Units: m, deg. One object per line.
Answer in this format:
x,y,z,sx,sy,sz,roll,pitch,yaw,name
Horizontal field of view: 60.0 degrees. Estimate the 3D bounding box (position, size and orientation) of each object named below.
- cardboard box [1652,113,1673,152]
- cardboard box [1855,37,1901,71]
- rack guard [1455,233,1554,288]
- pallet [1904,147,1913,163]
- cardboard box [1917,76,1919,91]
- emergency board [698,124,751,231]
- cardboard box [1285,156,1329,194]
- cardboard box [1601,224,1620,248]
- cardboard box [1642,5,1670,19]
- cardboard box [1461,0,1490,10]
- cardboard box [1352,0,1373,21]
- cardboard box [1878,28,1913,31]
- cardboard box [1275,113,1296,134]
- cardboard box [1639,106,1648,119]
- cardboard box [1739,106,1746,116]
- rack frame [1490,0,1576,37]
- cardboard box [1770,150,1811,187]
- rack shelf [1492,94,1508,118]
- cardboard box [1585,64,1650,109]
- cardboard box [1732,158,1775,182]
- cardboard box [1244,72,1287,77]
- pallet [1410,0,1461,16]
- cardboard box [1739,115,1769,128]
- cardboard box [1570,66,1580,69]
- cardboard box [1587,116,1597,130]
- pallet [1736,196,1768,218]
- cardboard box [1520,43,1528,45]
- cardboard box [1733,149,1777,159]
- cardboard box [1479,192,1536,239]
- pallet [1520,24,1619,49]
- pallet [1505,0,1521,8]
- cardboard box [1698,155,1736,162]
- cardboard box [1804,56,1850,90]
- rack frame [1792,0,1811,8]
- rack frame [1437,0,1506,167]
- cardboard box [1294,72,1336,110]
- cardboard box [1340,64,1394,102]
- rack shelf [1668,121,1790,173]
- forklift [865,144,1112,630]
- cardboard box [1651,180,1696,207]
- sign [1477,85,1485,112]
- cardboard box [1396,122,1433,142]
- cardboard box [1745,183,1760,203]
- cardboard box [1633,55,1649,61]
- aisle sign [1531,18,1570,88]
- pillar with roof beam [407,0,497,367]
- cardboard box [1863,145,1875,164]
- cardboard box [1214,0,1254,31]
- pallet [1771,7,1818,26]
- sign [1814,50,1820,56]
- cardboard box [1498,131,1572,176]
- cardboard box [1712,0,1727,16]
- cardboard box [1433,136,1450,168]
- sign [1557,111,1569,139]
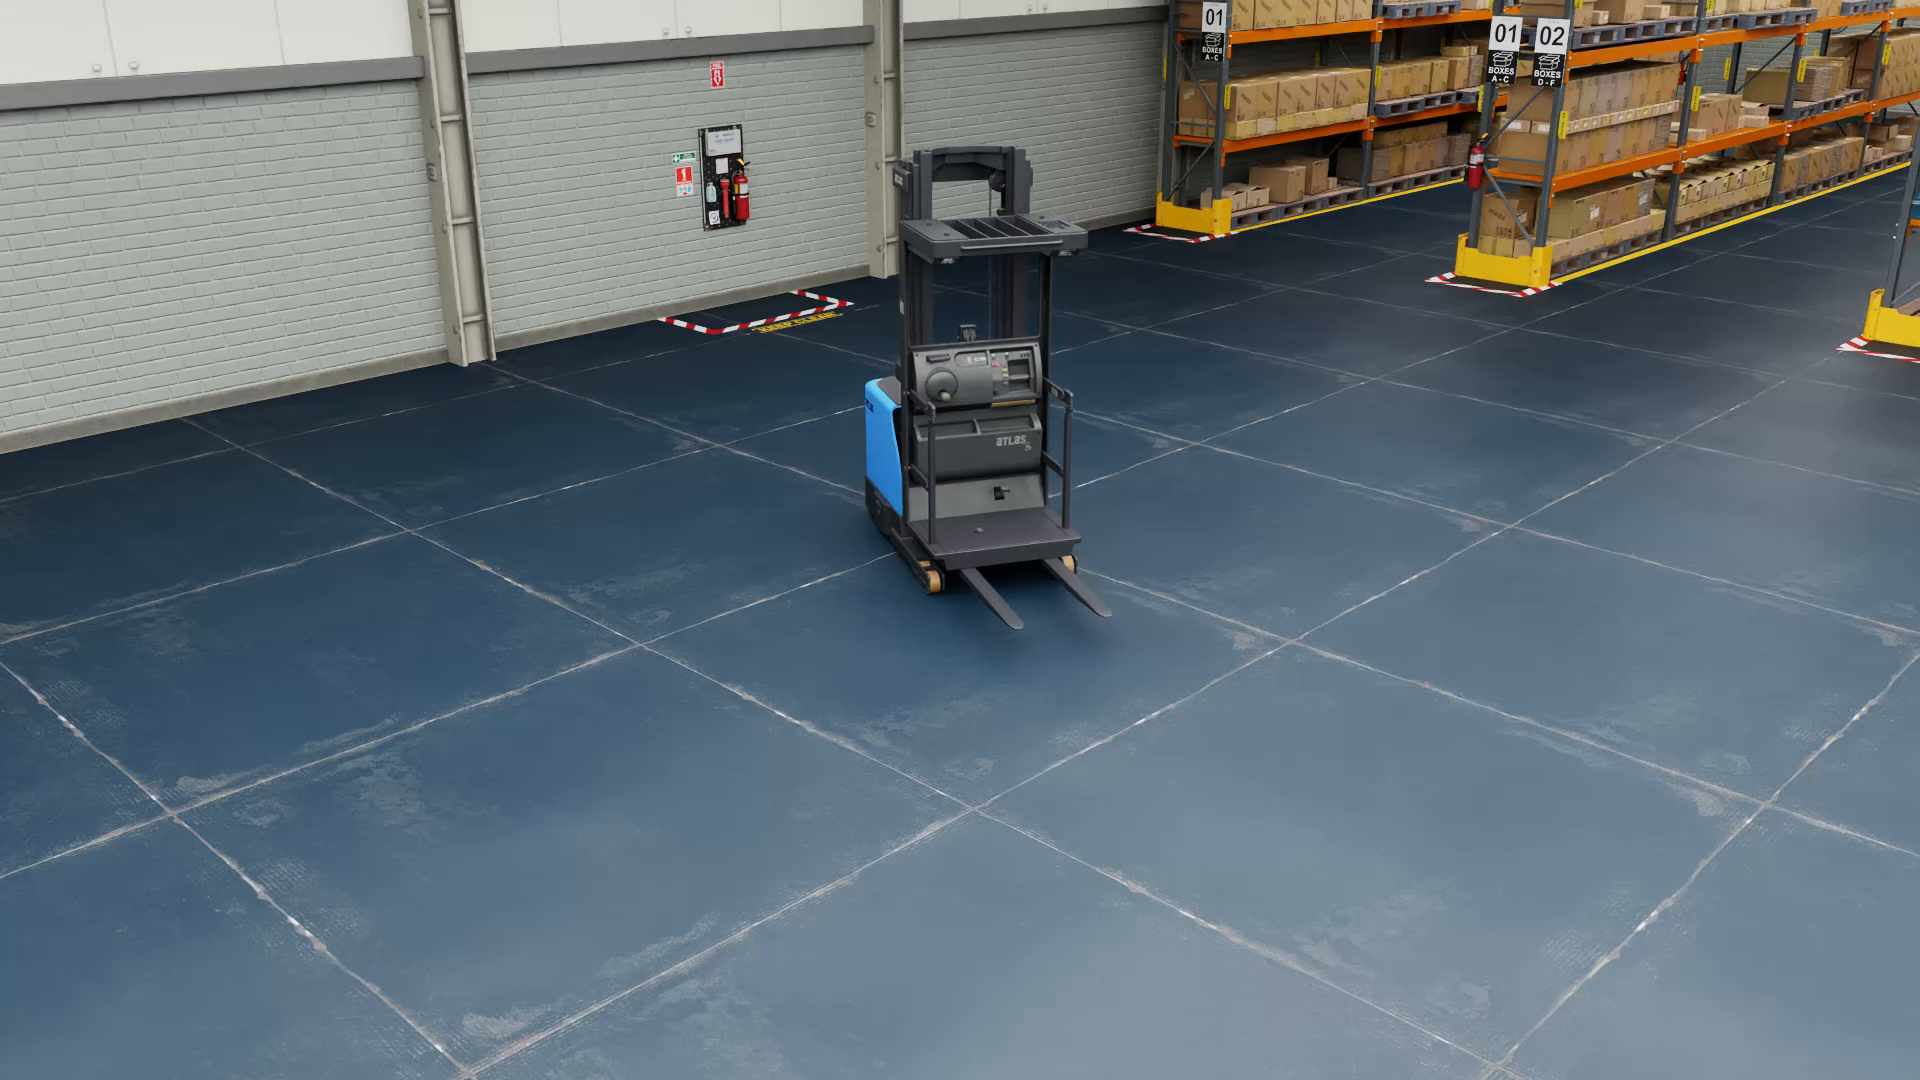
9.412,-5.697,23.077,0.700,0.500,0.500,18,28,39,cardboard box
15.828,-8.387,28.681,0.500,0.500,0.500,-19,28,-41,cardboard box
6.910,-3.565,21.153,1.175,0.500,0.348,19,28,41,rack guard
17.480,-7.324,31.337,1.003,0.211,1.213,19,28,41,pallet
17.260,-8.453,30.247,0.500,0.500,0.500,20,28,41,cardboard box
-2.693,-4.205,19.335,0.194,1.169,0.643,19,28,41,emergency board
5.470,-5.767,26.268,0.500,0.500,0.500,17,27,37,cardboard box
8.508,-4.118,22.354,0.500,0.250,0.500,19,28,41,cardboard box
9.072,-6.932,21.817,0.380,0.149,0.250,19,28,41,cardboard box
8.647,-9.148,28.111,0.500,0.311,0.500,19,28,41,cardboard box
5.989,-8.269,25.559,0.500,0.500,0.500,-19,28,-41,cardboard box
17.231,-9.180,30.744,0.500,0.500,0.500,20,28,41,cardboard box
4.655,-6.229,24.780,0.500,0.250,0.500,19,28,40,cardboard box
8.970,-5.731,22.261,0.380,0.149,0.250,19,28,40,cardboard box
11.745,-6.571,25.615,0.500,0.311,0.500,19,28,40,cardboard box
6.927,-7.538,19.644,1.000,3.000,0.127,19,28,41,rack frame
13.391,-6.014,26.912,0.500,0.500,0.500,18,27,39,cardboard box
10.351,-8.212,30.761,1.077,0.370,4.000,19,28,41,rack shelf
8.711,-6.044,22.171,0.700,0.500,0.500,19,28,41,cardboard box
12.319,-5.772,25.878,0.500,0.311,0.500,-19,28,-41,cardboard box
4.619,-6.831,25.302,0.500,0.500,0.500,-20,29,-41,cardboard box
7.394,-8.717,27.154,1.213,0.211,1.003,19,28,41,pallet
12.078,-6.377,25.334,0.380,0.149,0.250,19,28,41,cardboard box
11.256,-8.941,31.074,0.500,0.500,0.500,20,28,41,cardboard box
7.890,-5.331,21.220,0.380,0.149,0.250,19,28,40,cardboard box
11.906,-5.291,26.046,1.003,0.211,1.213,19,28,41,pallet
9.832,-8.769,29.580,0.500,0.250,0.500,19,28,40,cardboard box
12.992,-6.132,27.219,0.500,0.500,0.500,-19,28,-40,cardboard box
7.088,-4.213,21.556,0.500,0.500,0.500,19,28,41,cardboard box
7.439,-6.272,20.654,1.003,0.211,1.213,19,28,41,pallet
9.367,-9.524,29.255,1.003,0.211,1.213,-19,28,-40,pallet
11.932,-5.908,26.229,0.500,0.311,0.500,-19,28,-40,cardboard box
14.807,-8.000,28.482,0.700,0.500,0.500,9,23,23,cardboard box
12.508,-9.595,24.995,1.000,3.000,0.127,19,28,41,rack frame
8.956,-8.033,29.294,1.000,3.000,0.127,19,28,41,rack frame
5.354,-6.839,25.323,0.500,0.500,0.500,18,28,39,cardboard box
6.545,-7.379,26.840,0.700,0.500,0.500,19,28,41,cardboard box
11.113,-5.945,24.862,1.077,0.370,4.000,19,28,41,rack shelf
0.195,-1.153,11.489,1.130,2.935,3.031,-7,22,-17,forklift
10.184,-4.984,23.827,0.500,0.311,0.500,19,28,41,cardboard box
6.548,-5.528,20.833,0.100,0.325,0.005,19,28,41,sign
7.693,-6.959,28.326,0.500,0.250,0.500,19,28,40,cardboard box
11.958,-5.377,25.631,0.500,0.250,0.500,19,28,40,cardboard box
13.150,-9.713,33.245,0.980,0.700,0.700,18,27,38,cardboard box
7.101,-5.858,20.011,0.394,0.787,0.004,19,28,41,aisle sign
-2.043,-5.011,13.070,9.100,9.000,0.400,19,28,41,pillar with roof beam
15.746,-6.827,29.289,0.500,0.311,0.500,19,28,41,cardboard box
3.788,-7.456,23.445,0.500,0.500,0.500,-19,28,-41,cardboard box
12.098,-7.910,25.054,1.003,0.211,1.213,-19,28,-40,pallet
14.904,-8.361,28.939,0.100,0.325,0.005,19,28,41,sign
7.262,-4.901,21.007,0.700,0.500,0.500,19,28,41,cardboard box
10.535,-7.590,23.584,0.500,0.250,0.500,16,26,36,cardboard box
8.048,-6.770,28.879,0.700,0.500,0.500,19,28,41,cardboard box
7.320,-5.039,20.186,0.100,0.325,0.005,19,28,41,sign
